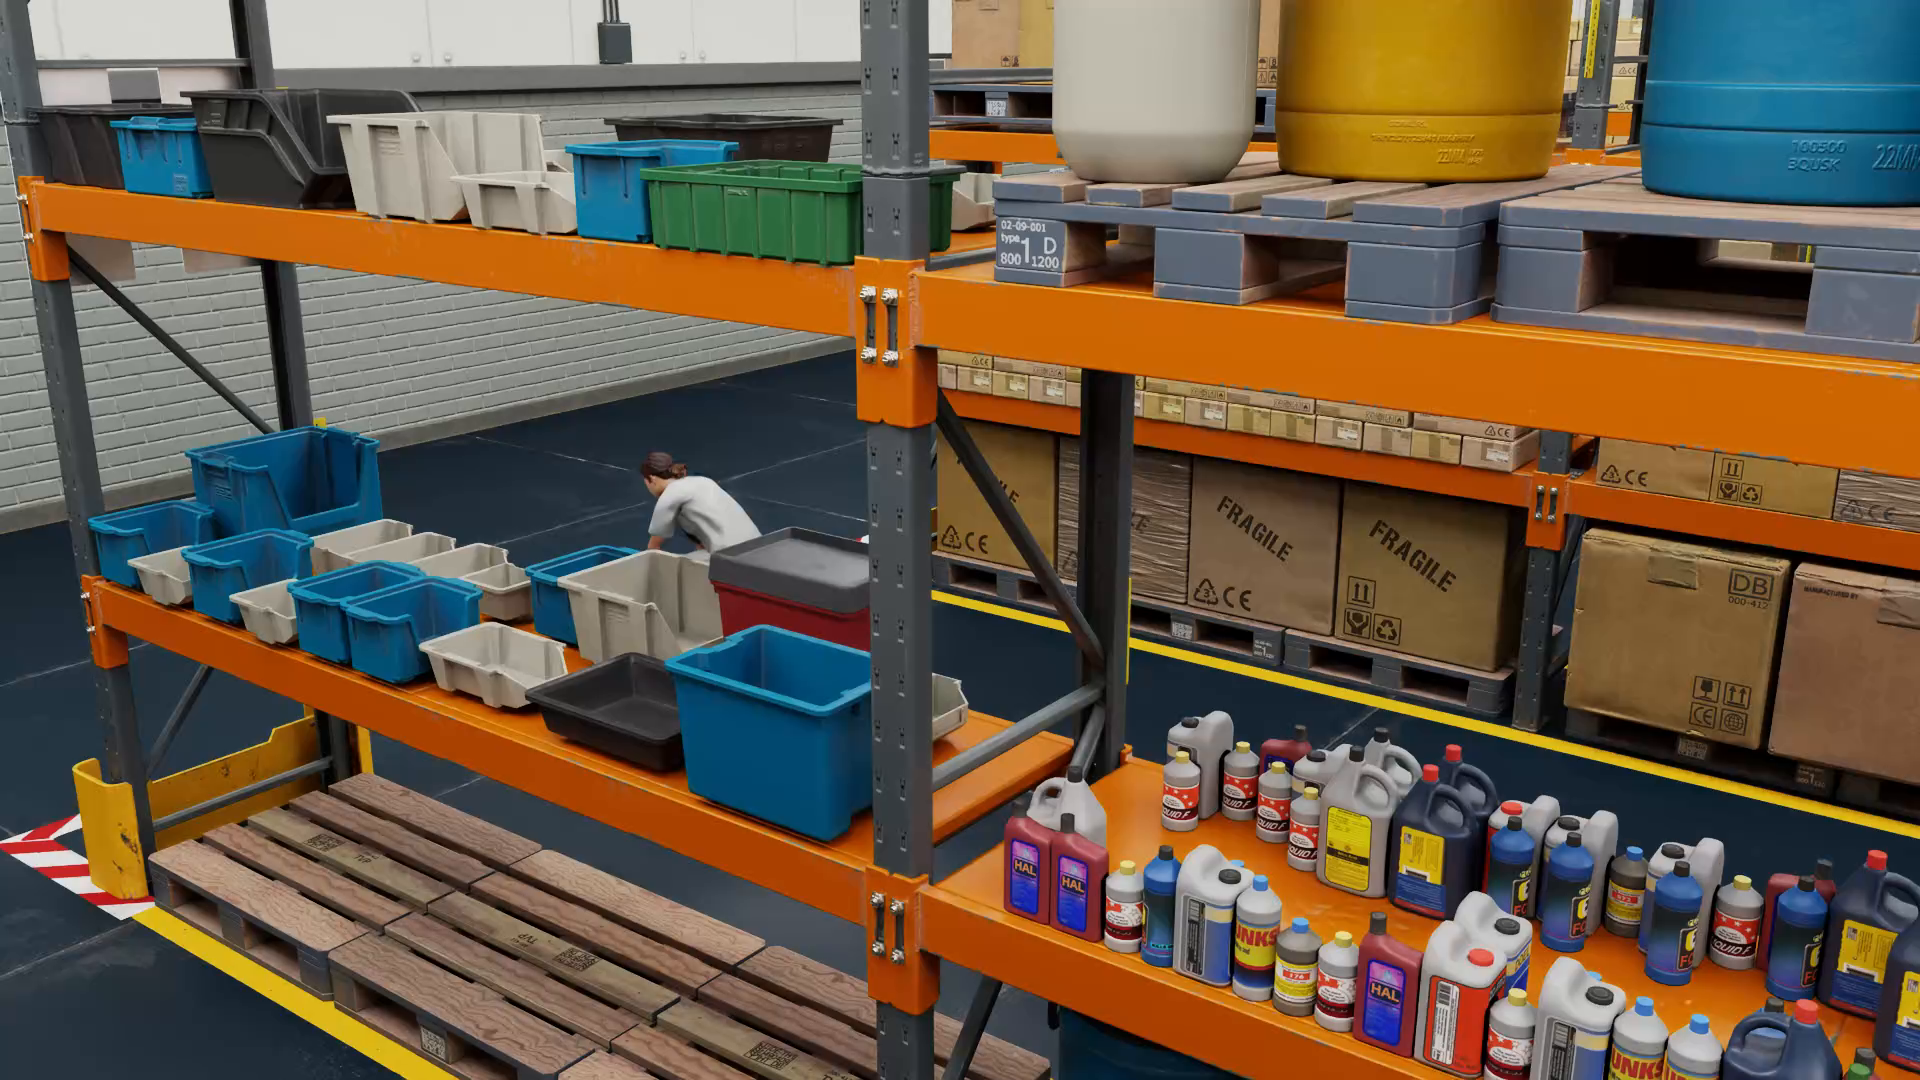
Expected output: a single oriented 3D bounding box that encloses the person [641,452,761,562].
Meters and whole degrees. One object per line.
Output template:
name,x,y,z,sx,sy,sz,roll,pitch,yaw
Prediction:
person,-1.456,0.082,9.275,0.757,1.102,0.489,12,20,35
